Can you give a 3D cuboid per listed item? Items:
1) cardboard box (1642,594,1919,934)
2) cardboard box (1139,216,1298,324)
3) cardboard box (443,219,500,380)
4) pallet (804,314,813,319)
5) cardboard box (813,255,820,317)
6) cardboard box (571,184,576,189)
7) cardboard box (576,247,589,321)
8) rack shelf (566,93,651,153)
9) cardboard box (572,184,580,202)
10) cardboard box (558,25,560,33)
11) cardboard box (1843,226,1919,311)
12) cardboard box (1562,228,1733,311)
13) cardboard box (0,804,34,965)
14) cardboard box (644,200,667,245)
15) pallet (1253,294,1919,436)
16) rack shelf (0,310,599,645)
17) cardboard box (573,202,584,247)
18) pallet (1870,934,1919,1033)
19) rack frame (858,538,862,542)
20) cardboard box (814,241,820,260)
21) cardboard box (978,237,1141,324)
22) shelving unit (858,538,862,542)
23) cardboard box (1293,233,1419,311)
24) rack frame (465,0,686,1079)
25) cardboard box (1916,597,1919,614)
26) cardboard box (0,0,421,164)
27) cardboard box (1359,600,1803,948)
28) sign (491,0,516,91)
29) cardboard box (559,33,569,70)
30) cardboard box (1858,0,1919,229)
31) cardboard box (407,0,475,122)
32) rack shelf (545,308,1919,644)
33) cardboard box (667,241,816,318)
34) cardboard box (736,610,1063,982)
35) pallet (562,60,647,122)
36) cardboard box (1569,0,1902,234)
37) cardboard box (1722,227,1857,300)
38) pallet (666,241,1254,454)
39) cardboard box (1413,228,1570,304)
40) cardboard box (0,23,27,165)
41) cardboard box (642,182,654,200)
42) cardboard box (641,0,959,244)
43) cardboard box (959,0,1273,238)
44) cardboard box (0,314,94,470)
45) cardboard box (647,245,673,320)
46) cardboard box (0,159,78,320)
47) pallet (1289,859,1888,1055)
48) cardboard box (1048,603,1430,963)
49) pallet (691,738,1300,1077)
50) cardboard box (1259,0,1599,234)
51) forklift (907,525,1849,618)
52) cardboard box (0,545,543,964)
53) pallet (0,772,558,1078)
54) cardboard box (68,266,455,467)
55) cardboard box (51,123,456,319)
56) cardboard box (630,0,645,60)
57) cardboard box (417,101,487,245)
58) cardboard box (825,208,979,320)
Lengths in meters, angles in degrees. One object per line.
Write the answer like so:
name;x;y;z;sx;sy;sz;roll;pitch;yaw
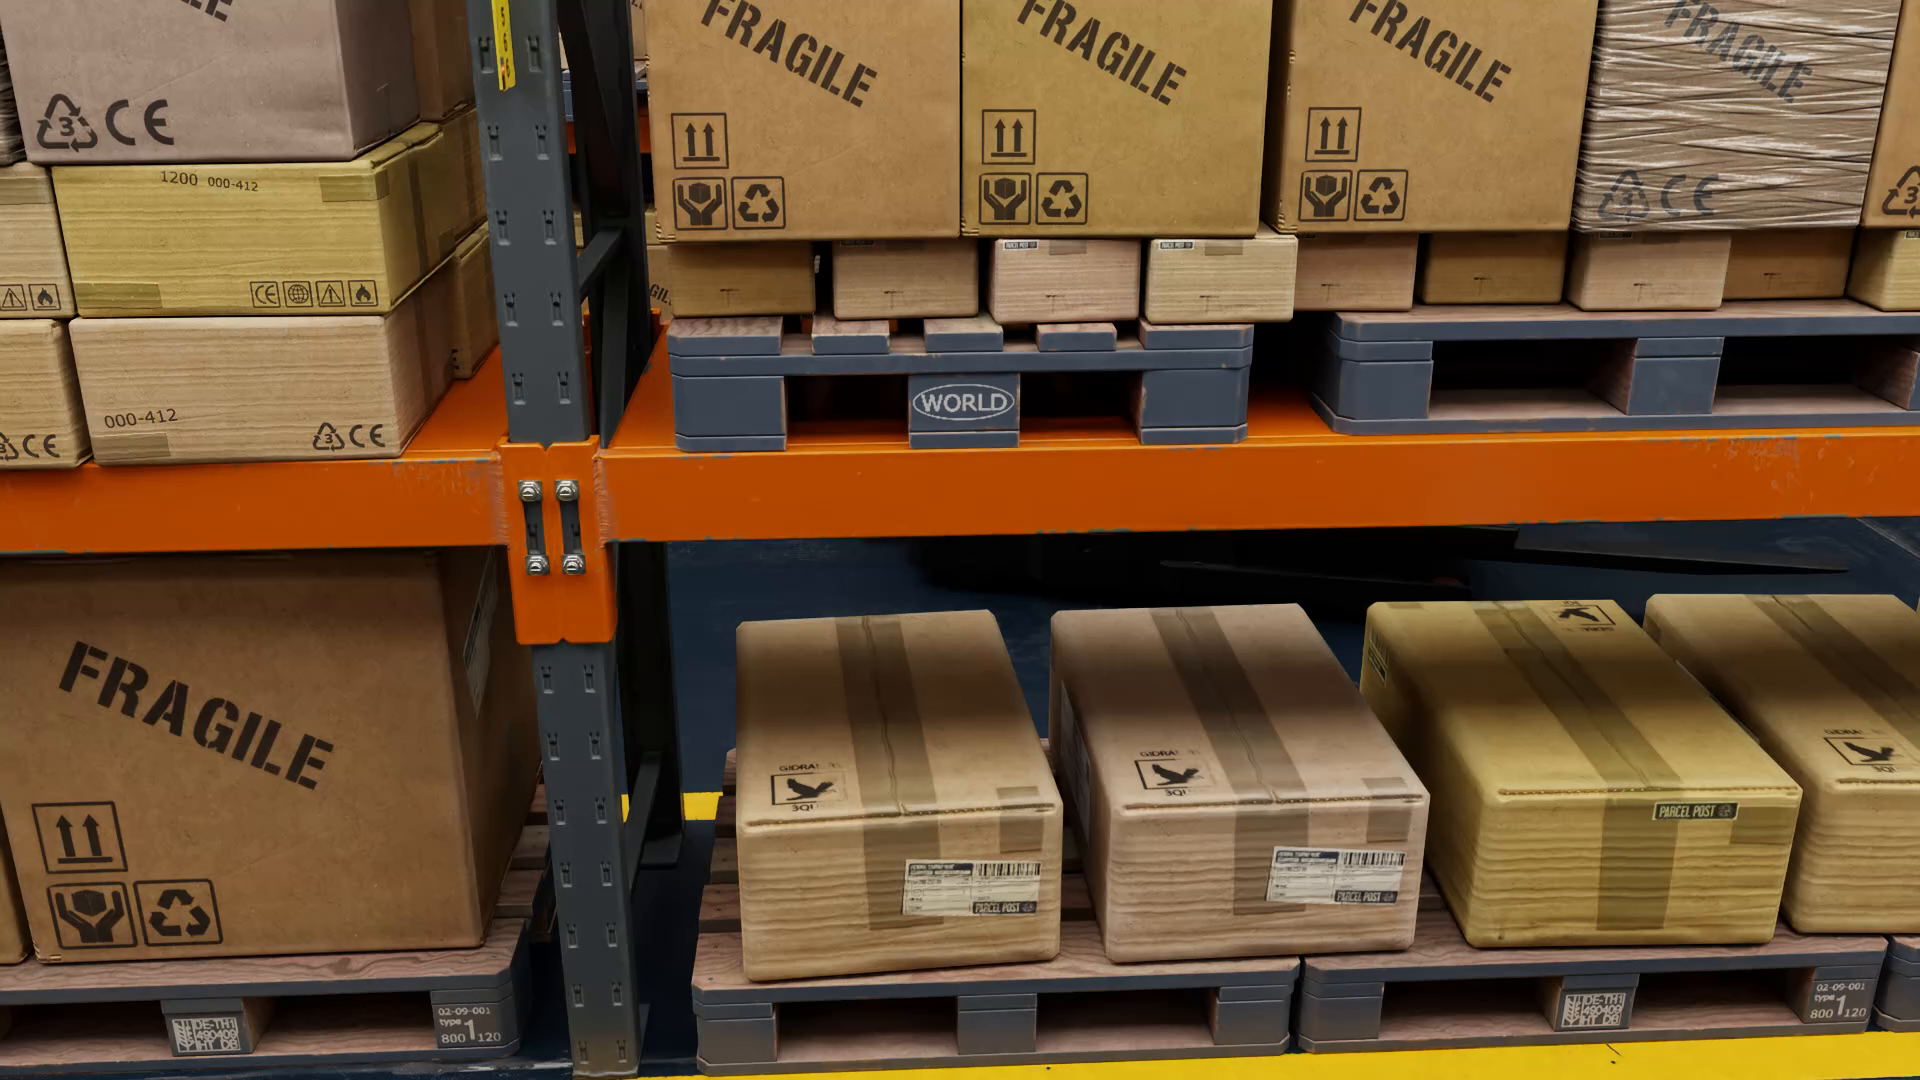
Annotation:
cardboard box;2.019;0.472;3.770;0.625;0.372;0.950;0;21;0
cardboard box;0.438;-0.507;3.000;0.250;0.149;0.380;-1;21;-3
cardboard box;-1.236;-0.516;3.471;0.500;0.250;0.500;-2;21;-4
pallet;-0.196;-0.969;8.370;1.213;0.211;1.003;-1;21;-3
cardboard box;-0.397;-1.364;8.235;0.625;0.625;0.875;-1;21;-1
cardboard box;-2.069;-1.672;8.307;0.250;0.149;0.380;-1;21;-2
cardboard box;-1.930;-1.206;7.996;0.500;0.500;0.500;-1;21;-4
rack shelf;-3.017;-1.893;7.888;4.000;0.370;1.077;-1;21;-3
cardboard box;-1.825;-1.705;8.395;0.250;0.149;0.380;-1;21;-1
cardboard box;-2.055;-2.259;7.460;0.500;0.250;0.500;-2;21;-6
cardboard box;1.743;-0.542;3.093;0.250;0.149;0.380;-1;21;-3
cardboard box;1.218;-0.541;3.090;0.250;0.149;0.380;-1;21;-1
cardboard box;-2.318;0.291;3.536;0.875;0.875;0.875;-1;21;-2
cardboard box;-1.499;-1.501;7.858;0.250;0.149;0.380;-2;21;-6
pallet;1.241;-0.472;3.413;1.213;0.211;1.003;-1;21;-3
rack shelf;-2.730;-0.130;3.257;4.000;0.370;1.077;-1;21;-3
cardboard box;-1.770;-1.484;7.815;0.250;0.149;0.380;-2;21;-6
pallet;2.483;0.732;3.902;1.213;0.211;1.003;-1;21;-3
rack frame;-0.353;-0.519;6.008;0.008;1.050;0.200;4;21;10
cardboard box;-0.419;-0.675;3.442;0.250;0.149;0.380;0;21;-1
cardboard box;0.162;-0.509;3.005;0.250;0.149;0.380;-3;21;-7
shelving unit;-0.233;-0.510;5.986;0.252;1.050;0.215;4;21;10
cardboard box;0.674;-0.540;3.086;0.250;0.149;0.380;0;21;0
rack frame;-0.733;-0.506;3.235;0.127;3.000;1.000;-1;21;-3
cardboard box;2.737;0.456;3.811;0.625;0.372;0.950;-1;21;-2
cardboard box;-1.234;-0.917;2.768;0.500;0.500;0.500;-2;21;-5
cardboard box;1.325;0.486;3.731;0.625;0.372;0.950;0;21;-1
sign;-0.698;-0.850;2.512;0.005;0.325;0.100;-1;21;-3
cardboard box;-1.654;-2.199;7.443;0.250;0.149;0.380;-1;21;-2
cardboard box;1.802;-0.860;3.015;0.500;0.500;0.500;0;21;-1
cardboard box;-1.240;-1.097;3.241;0.500;0.500;0.500;-2;21;-5
rack shelf;1.264;-0.211;3.470;4.000;0.370;1.077;-1;21;-3
cardboard box;-0.398;-0.526;3.049;0.250;0.149;0.380;-2;21;-6
cardboard box;-0.169;0.517;3.649;0.625;0.372;0.950;-3;21;-7
pallet;-1.693;-2.141;7.799;1.003;0.211;1.213;-1;21;-3
cardboard box;1.279;-0.849;2.986;0.500;0.500;0.500;-2;21;-5
cardboard box;1.474;-0.574;3.175;0.250;0.149;0.380;-2;21;-5
pallet;-0.028;-0.469;3.407;1.003;0.211;1.213;-1;21;-3
cardboard box;0.954;-0.559;3.137;0.250;0.149;0.380;0;21;-1
cardboard box;-1.746;-0.904;2.733;0.500;0.500;0.500;-1;21;-2
cardboard box;-1.559;-1.701;8.384;0.250;0.149;0.380;0;21;0
cardboard box;-0.271;-0.815;2.898;0.500;0.500;0.500;-2;21;-5
cardboard box;0.249;-0.828;2.932;0.500;0.500;0.500;0;21;0
cardboard box;-1.732;-0.318;2.951;0.500;0.250;0.500;-1;21;-2
cardboard box;-1.430;-1.213;8.013;0.500;0.500;0.500;-1;21;-1
cardboard box;-1.714;-0.558;2.879;0.500;0.250;0.500;-2;21;-4
pallet;1.262;0.758;3.834;1.213;0.211;1.003;-1;21;-3
cardboard box;0.568;0.500;3.696;0.625;0.372;0.950;-2;21;-4
pallet;0.047;0.781;3.772;1.213;0.211;1.003;-1;21;-3
cardboard box;0.779;-0.842;2.967;0.500;0.500;0.500;-1;21;-2
forklift;1.386;-1.287;5.382;3.031;2.935;1.130;4;21;10
cardboard box;-1.428;0.275;3.579;0.875;0.875;0.875;-1;21;-4
pallet;-1.525;0.786;3.760;1.213;0.211;1.003;-1;21;-3
cardboard box;-1.223;-0.334;2.993;0.500;0.250;0.500;-2;21;-5
cardboard box;-1.202;-0.570;2.910;0.500;0.250;0.500;-1;21;-3
cardboard box;-1.543;-2.558;7.892;0.500;0.500;0.500;0;21;-1
cardboard box;-1.253;-0.747;3.376;0.500;0.250;0.500;-1;21;-3
cardboard box;-0.114;-0.520;3.033;0.250;0.149;0.380;-2;21;-6
